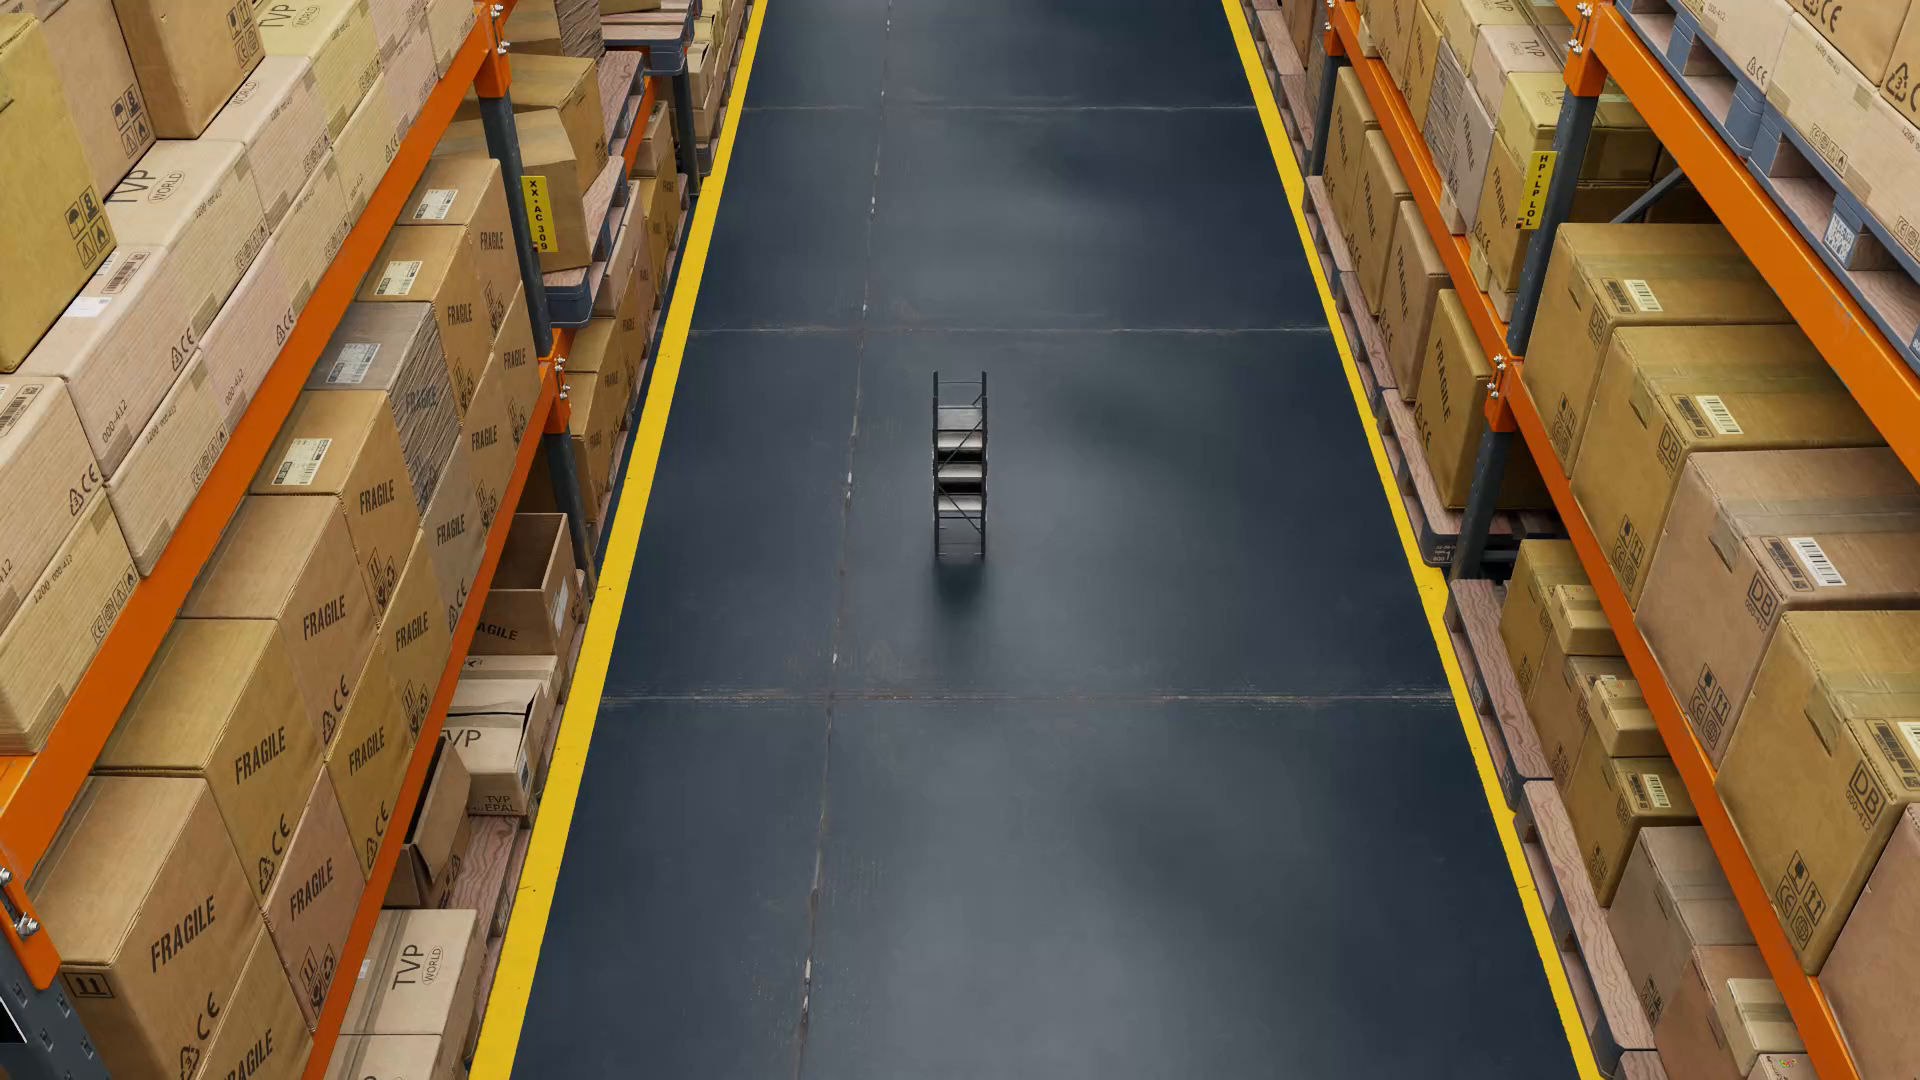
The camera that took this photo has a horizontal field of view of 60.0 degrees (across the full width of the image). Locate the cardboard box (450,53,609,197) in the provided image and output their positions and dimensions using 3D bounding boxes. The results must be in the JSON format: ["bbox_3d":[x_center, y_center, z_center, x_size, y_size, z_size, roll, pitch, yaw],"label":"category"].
[{"bbox_3d":[-2.027,-1.856,7.497,0.700,0.500,0.500,6,39,7],"label":"cardboard box"}]

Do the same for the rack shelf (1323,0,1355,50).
[{"bbox_3d":[2.760,-4.404,11.668,1.077,0.370,4.000,0,39,0],"label":"rack shelf"}]

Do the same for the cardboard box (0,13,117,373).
[{"bbox_3d":[-2.115,-0.659,3.141,0.700,0.500,0.500,0,39,0],"label":"cardboard box"}]

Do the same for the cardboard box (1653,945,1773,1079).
[{"bbox_3d":[2.670,1.630,5.226,0.700,0.500,0.500,0,39,0],"label":"cardboard box"}]

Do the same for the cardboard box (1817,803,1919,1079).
[{"bbox_3d":[2.761,1.133,3.943,0.980,0.700,0.700,2,39,2],"label":"cardboard box"}]

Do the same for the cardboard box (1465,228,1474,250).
[{"bbox_3d":[2.505,-1.373,7.495,0.380,0.149,0.250,1,39,1],"label":"cardboard box"}]

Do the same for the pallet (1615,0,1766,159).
[{"bbox_3d":[2.758,-1.557,5.212,1.003,0.211,1.213,0,39,0],"label":"pallet"}]

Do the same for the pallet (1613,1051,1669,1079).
[{"bbox_3d":[2.693,2.157,5.135,1.003,0.211,1.213,0,39,0],"label":"pallet"}]

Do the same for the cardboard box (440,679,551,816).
[{"bbox_3d":[-1.901,0.776,6.427,0.500,0.311,0.500,0,39,0],"label":"cardboard box"}]

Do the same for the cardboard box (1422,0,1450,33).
[{"bbox_3d":[2.518,-2.637,7.954,0.500,0.250,0.500,-1,39,-1],"label":"cardboard box"}]

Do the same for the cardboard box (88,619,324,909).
[{"bbox_3d":[-1.927,0.541,4.042,0.500,0.500,0.500,0,39,0],"label":"cardboard box"}]

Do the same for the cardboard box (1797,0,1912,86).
[{"bbox_3d":[2.500,-1.464,4.129,0.500,0.500,0.500,0,39,0],"label":"cardboard box"}]

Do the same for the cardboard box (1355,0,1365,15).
[{"bbox_3d":[2.507,-3.293,9.372,0.500,0.500,0.500,1,39,1],"label":"cardboard box"}]

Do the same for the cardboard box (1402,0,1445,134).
[{"bbox_3d":[2.507,-2.329,8.170,0.500,0.500,0.500,1,39,1],"label":"cardboard box"}]

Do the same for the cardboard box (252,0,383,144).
[{"bbox_3d":[-1.919,-1.304,4.546,0.500,0.250,0.500,0,39,0],"label":"cardboard box"}]

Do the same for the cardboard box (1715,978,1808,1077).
[{"bbox_3d":[2.488,1.450,4.932,0.380,0.149,0.250,1,39,1],"label":"cardboard box"}]

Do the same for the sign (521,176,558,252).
[{"bbox_3d":[-1.644,-1.270,6.489,0.100,0.325,0.005,0,39,0],"label":"sign"}]

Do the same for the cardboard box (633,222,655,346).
[{"bbox_3d":[-1.948,-1.388,8.976,0.500,0.500,0.500,-1,39,-2],"label":"cardboard box"}]

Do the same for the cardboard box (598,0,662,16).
[{"bbox_3d":[-2.078,-3.237,9.221,0.700,0.500,0.500,-12,40,-15],"label":"cardboard box"}]

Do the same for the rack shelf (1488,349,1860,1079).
[{"bbox_3d":[2.770,0.599,5.425,1.077,0.370,4.000,0,39,0],"label":"rack shelf"}]

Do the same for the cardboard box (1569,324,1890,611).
[{"bbox_3d":[2.747,-0.254,5.674,0.980,0.700,0.700,-1,39,-1],"label":"cardboard box"}]

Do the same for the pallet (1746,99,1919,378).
[{"bbox_3d":[2.756,-0.796,4.262,1.003,0.211,1.213,0,39,0],"label":"pallet"}]

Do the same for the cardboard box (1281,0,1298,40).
[{"bbox_3d":[2.787,-4.029,12.272,0.700,0.500,0.500,0,39,0],"label":"cardboard box"}]

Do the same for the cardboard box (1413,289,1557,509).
[{"bbox_3d":[2.637,-0.664,7.809,0.750,0.750,0.750,0,39,0],"label":"cardboard box"}]

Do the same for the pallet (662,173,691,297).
[{"bbox_3d":[-2.228,-1.873,10.164,1.003,0.211,1.213,0,39,0],"label":"pallet"}]

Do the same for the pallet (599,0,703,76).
[{"bbox_3d":[-2.120,-2.929,9.406,1.213,0.211,1.003,0,39,0],"label":"pallet"}]

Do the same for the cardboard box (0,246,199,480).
[{"bbox_3d":[-1.915,-0.366,3.376,0.500,0.250,0.500,0,39,0],"label":"cardboard box"}]

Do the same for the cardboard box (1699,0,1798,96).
[{"bbox_3d":[2.491,-1.496,4.770,0.500,0.250,0.500,-1,39,-1],"label":"cardboard box"}]

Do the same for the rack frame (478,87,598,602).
[{"bbox_3d":[-2.186,-0.927,6.753,1.000,3.000,0.127,0,39,0],"label":"rack frame"}]

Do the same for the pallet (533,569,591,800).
[{"bbox_3d":[-2.187,0.591,7.089,1.003,0.211,1.213,0,39,0],"label":"pallet"}]

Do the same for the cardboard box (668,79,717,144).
[{"bbox_3d":[-1.898,-2.847,11.012,0.500,0.250,0.500,0,39,0],"label":"cardboard box"}]

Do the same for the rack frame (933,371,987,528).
[{"bbox_3d":[0.000,-0.410,7.787,0.240,0.900,0.006,0,39,0],"label":"rack frame"}]

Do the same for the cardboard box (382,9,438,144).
[{"bbox_3d":[-1.930,-1.422,5.093,0.500,0.250,0.500,0,39,0],"label":"cardboard box"}]

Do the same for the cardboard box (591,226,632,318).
[{"bbox_3d":[-1.944,-1.344,8.321,0.500,0.250,0.500,0,39,0],"label":"cardboard box"}]

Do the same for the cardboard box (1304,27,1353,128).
[{"bbox_3d":[2.710,-3.080,11.088,0.700,0.500,0.500,0,39,1],"label":"cardboard box"}]

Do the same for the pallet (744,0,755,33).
[{"bbox_3d":[-2.156,-4.381,13.293,1.003,0.211,1.213,0,39,0],"label":"pallet"}]

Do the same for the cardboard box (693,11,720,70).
[{"bbox_3d":[-1.907,-3.394,11.247,0.500,0.311,0.500,-1,39,-1],"label":"cardboard box"}]

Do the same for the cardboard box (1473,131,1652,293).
[{"bbox_3d":[2.515,-1.384,6.990,0.500,0.500,0.500,-1,39,-1],"label":"cardboard box"}]

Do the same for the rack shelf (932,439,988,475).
[{"bbox_3d":[0.000,-0.390,7.672,0.258,0.077,0.200,0,39,0],"label":"rack shelf"}]

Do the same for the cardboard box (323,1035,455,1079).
[{"bbox_3d":[-1.899,1.823,5.169,0.500,0.250,0.500,0,39,0],"label":"cardboard box"}]

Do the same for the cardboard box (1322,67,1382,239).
[{"bbox_3d":[2.632,-2.299,9.849,0.750,0.750,0.750,-1,39,-1],"label":"cardboard box"}]

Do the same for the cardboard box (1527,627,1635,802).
[{"bbox_3d":[2.663,0.661,6.435,0.700,0.500,0.500,0,39,-1],"label":"cardboard box"}]

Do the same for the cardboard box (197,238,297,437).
[{"bbox_3d":[-1.918,-0.484,3.922,0.500,0.250,0.500,0,39,0],"label":"cardboard box"}]

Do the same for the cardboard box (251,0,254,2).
[{"bbox_3d":[-2.282,-1.597,4.311,0.700,0.500,0.500,0,39,0],"label":"cardboard box"}]

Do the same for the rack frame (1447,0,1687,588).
[{"bbox_3d":[2.767,-0.933,6.761,1.000,3.000,0.127,0,39,0],"label":"rack frame"}]

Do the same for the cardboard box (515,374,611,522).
[{"bbox_3d":[-1.943,-0.426,7.775,0.500,0.500,0.500,-2,39,-2],"label":"cardboard box"}]

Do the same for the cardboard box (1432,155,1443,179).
[{"bbox_3d":[2.526,-1.848,8.088,0.380,0.149,0.250,-1,39,-1],"label":"cardboard box"}]

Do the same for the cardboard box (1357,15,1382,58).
[{"bbox_3d":[2.439,-2.814,9.293,0.380,0.149,0.250,1,39,1],"label":"cardboard box"}]

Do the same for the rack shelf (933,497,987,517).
[{"bbox_3d":[0.000,-0.180,7.841,0.258,0.077,0.200,0,39,0],"label":"rack shelf"}]

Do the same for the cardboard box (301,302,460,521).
[{"bbox_3d":[-1.923,-0.404,5.222,0.500,0.500,0.500,0,39,0],"label":"cardboard box"}]

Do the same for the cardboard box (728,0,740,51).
[{"bbox_3d":[-1.906,-3.807,12.210,0.500,0.250,0.500,1,39,1],"label":"cardboard box"}]

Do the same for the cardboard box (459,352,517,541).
[{"bbox_3d":[-1.927,-0.331,5.930,0.500,0.500,0.500,1,39,1],"label":"cardboard box"}]

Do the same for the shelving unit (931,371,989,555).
[{"bbox_3d":[0.000,-0.346,7.708,0.258,0.900,0.210,0,39,0],"label":"shelving unit"}]

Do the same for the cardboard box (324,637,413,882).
[{"bbox_3d":[-1.922,0.622,4.741,0.500,0.500,0.500,0,39,0],"label":"cardboard box"}]

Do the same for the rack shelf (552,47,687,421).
[{"bbox_3d":[-2.189,-1.897,8.539,1.077,0.370,4.000,0,39,0],"label":"rack shelf"}]
